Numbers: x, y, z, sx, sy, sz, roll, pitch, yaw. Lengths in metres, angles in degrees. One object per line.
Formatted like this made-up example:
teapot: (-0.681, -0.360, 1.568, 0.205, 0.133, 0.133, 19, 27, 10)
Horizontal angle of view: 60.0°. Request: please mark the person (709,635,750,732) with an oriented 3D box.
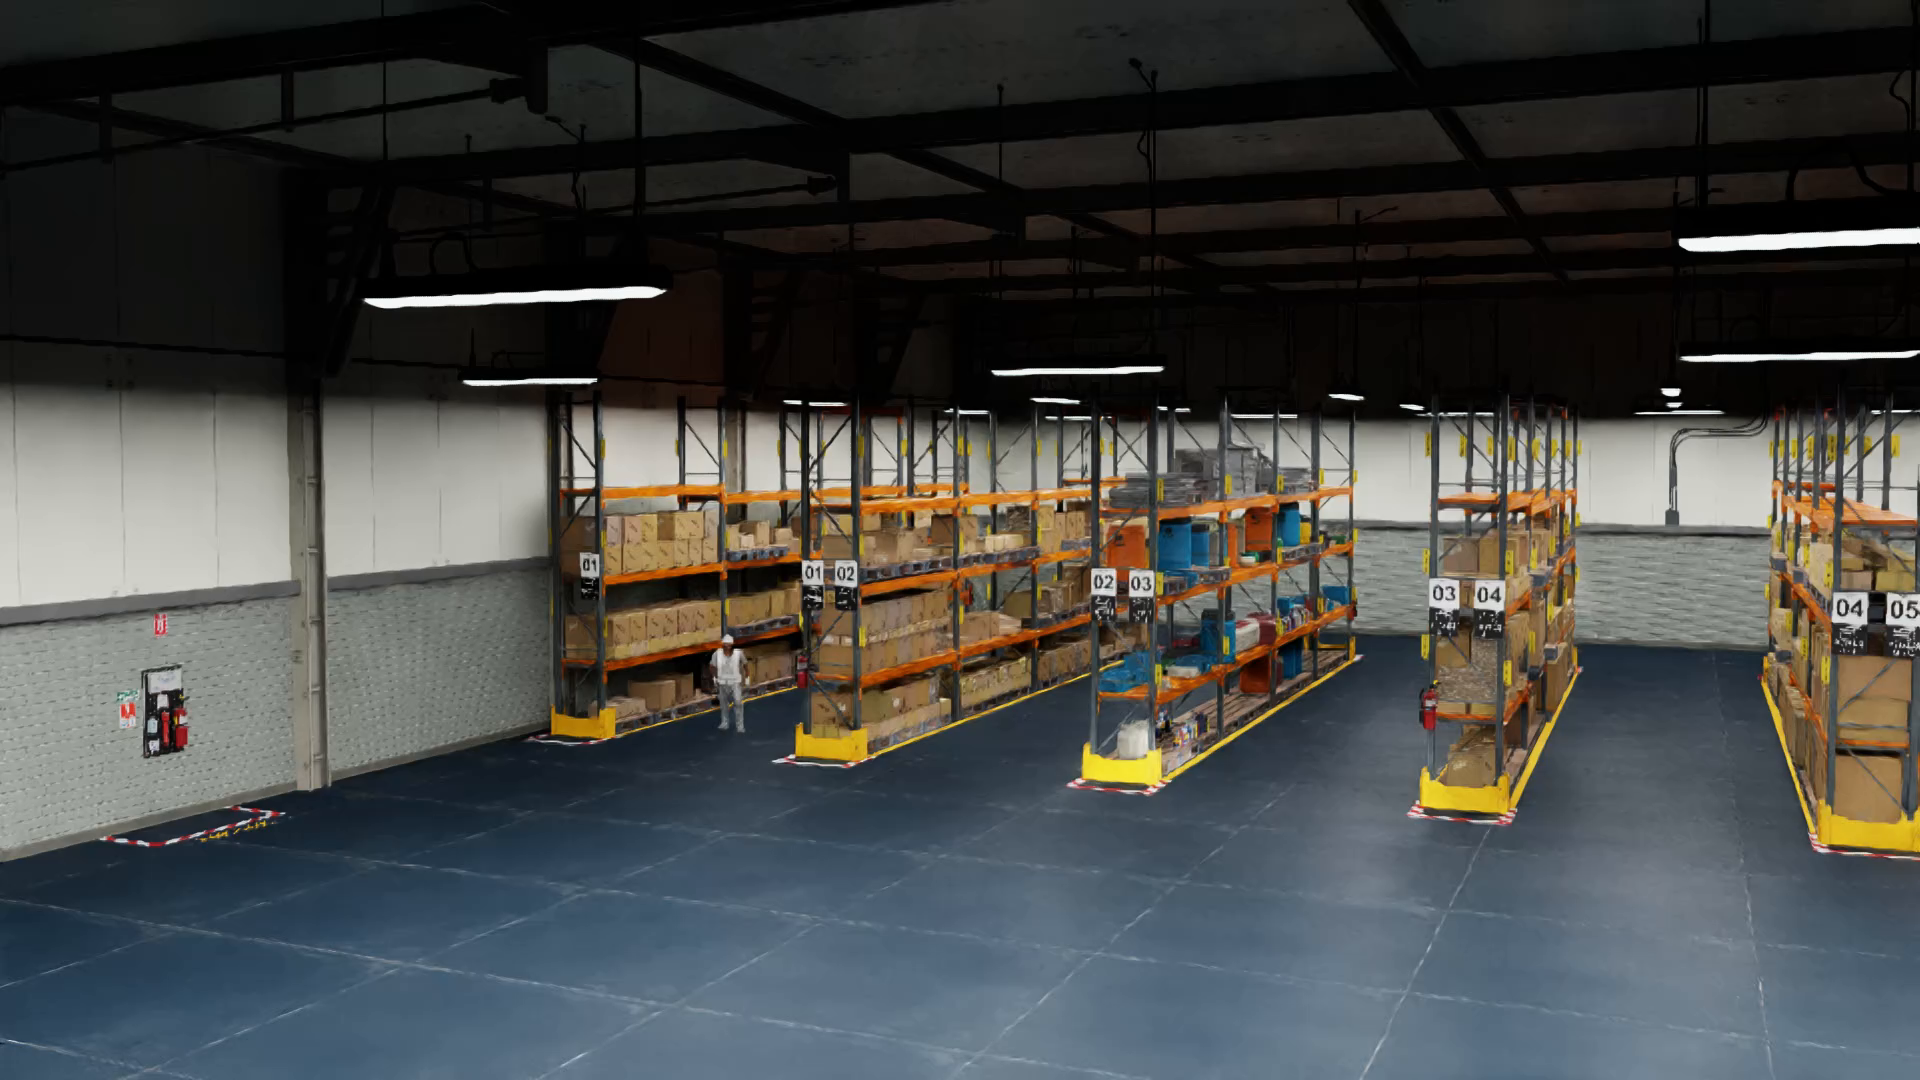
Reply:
person: (-4.063, 2.515, 29.295, 0.691, 1.728, 0.751, 0, 3, 2)
